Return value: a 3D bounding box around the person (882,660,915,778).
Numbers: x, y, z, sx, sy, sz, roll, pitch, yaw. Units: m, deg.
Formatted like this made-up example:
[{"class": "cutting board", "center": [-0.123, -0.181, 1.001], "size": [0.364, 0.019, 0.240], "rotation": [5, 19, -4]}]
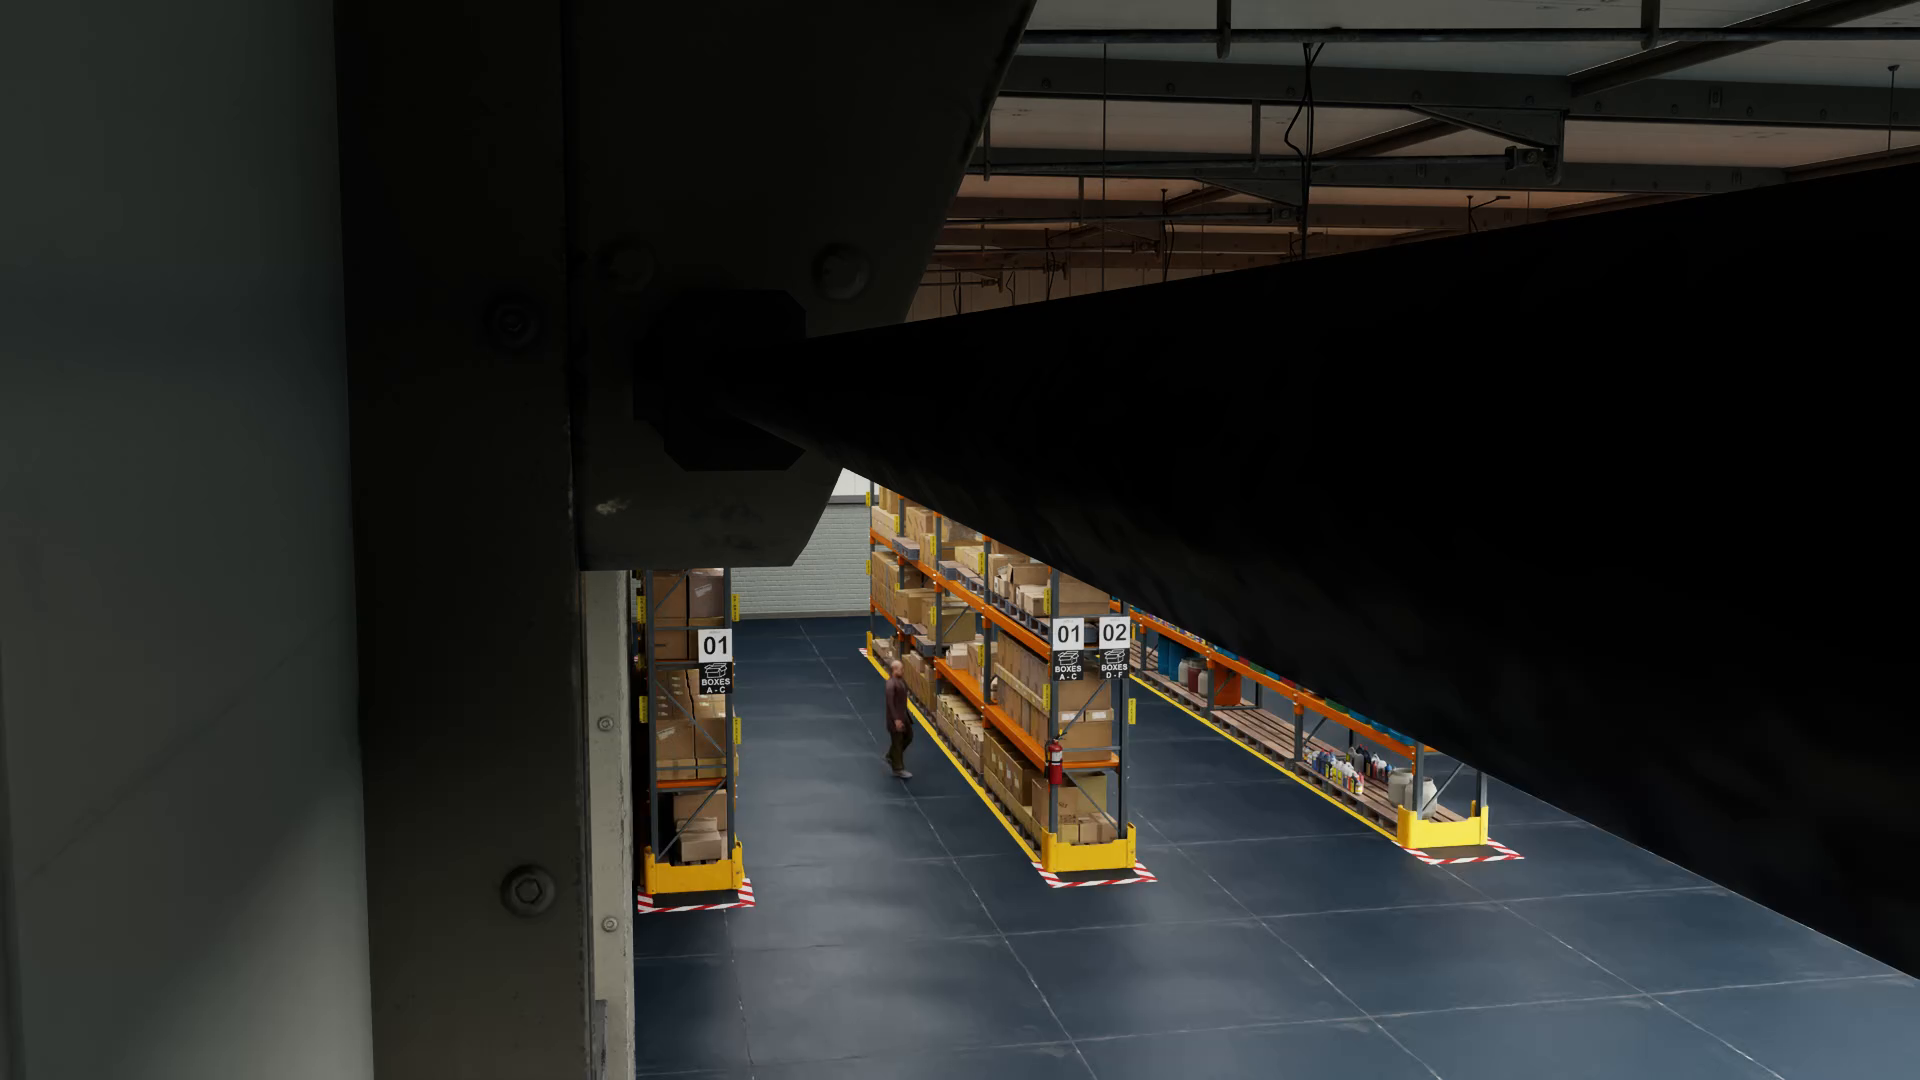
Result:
[{"class": "person", "center": [-0.946, 2.810, 25.803], "size": [0.604, 1.679, 0.717], "rotation": [2, 6, 18]}]
